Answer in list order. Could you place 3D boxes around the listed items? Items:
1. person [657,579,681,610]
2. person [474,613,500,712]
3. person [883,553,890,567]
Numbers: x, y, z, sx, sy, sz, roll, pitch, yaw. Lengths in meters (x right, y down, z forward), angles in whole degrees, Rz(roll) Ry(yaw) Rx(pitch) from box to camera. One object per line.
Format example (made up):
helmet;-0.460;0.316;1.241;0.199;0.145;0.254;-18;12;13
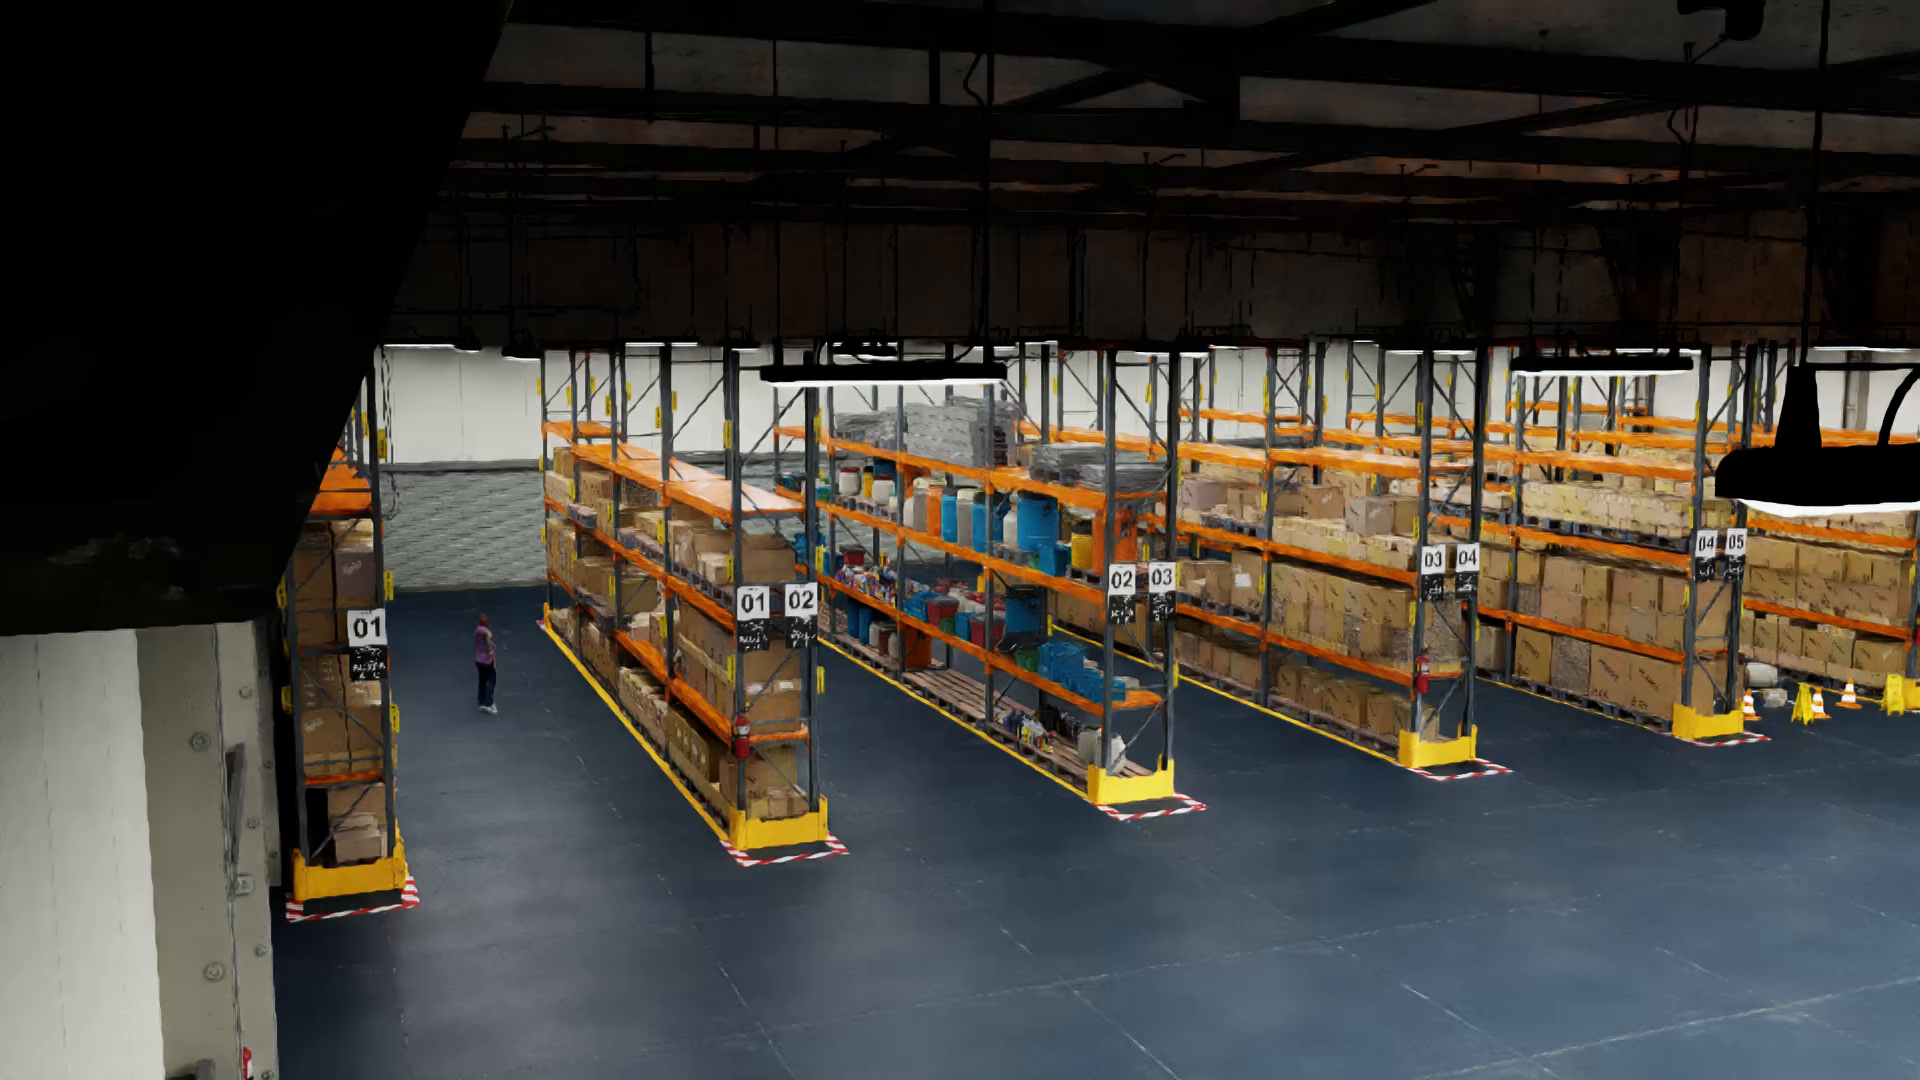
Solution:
person;-5.757;1.250;32.865;0.463;1.625;0.985;-3;8;-23
person;-7.778;2.010;27.315;0.477;1.641;0.349;6;10;39
person;-1.649;1.060;34.449;0.468;1.594;0.464;3;8;23
